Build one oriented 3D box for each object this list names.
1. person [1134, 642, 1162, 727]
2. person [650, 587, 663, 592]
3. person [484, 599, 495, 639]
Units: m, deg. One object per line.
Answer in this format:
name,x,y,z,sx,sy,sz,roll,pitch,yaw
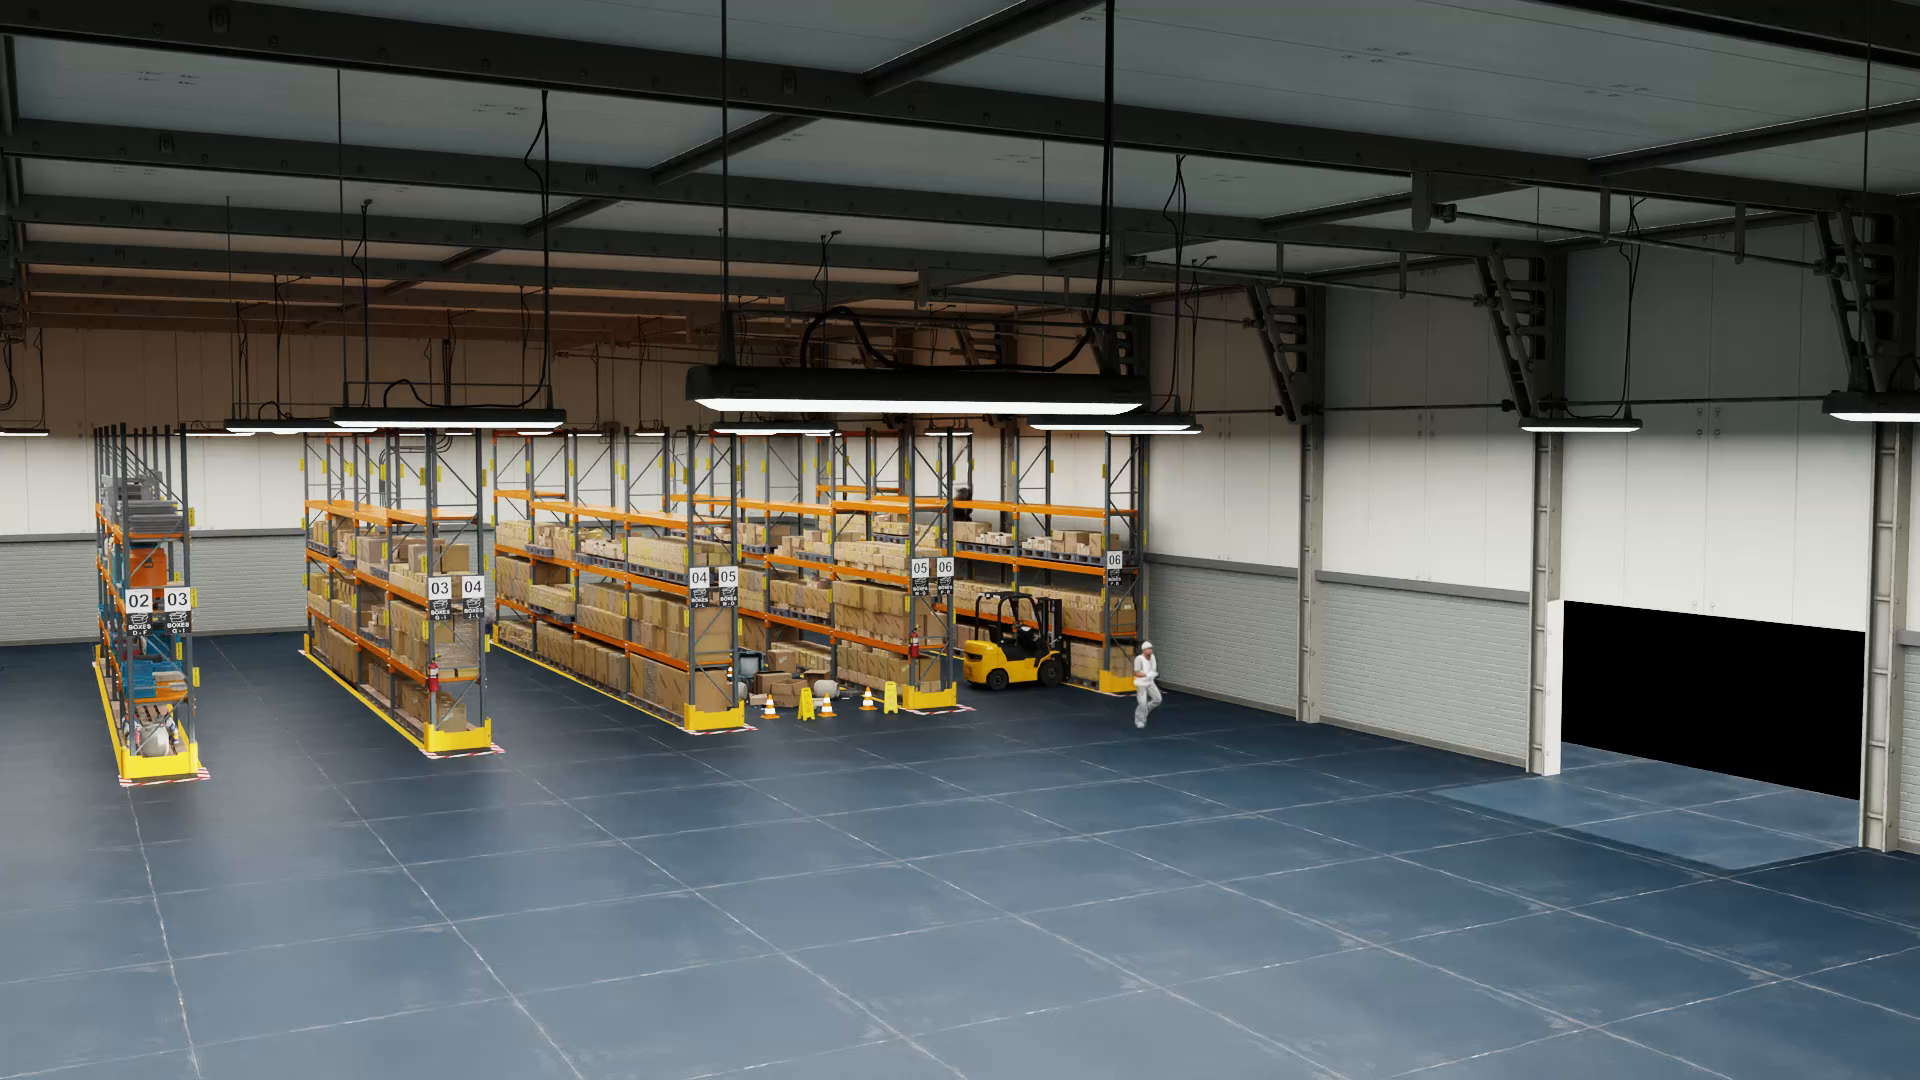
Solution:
person,3.702,2.856,32.792,0.726,1.719,0.728,-3,4,-39
person,-8.921,1.819,50.372,0.961,1.784,0.647,-1,4,-22
person,-12.326,2.319,43.032,0.605,1.593,0.590,-2,4,-31
